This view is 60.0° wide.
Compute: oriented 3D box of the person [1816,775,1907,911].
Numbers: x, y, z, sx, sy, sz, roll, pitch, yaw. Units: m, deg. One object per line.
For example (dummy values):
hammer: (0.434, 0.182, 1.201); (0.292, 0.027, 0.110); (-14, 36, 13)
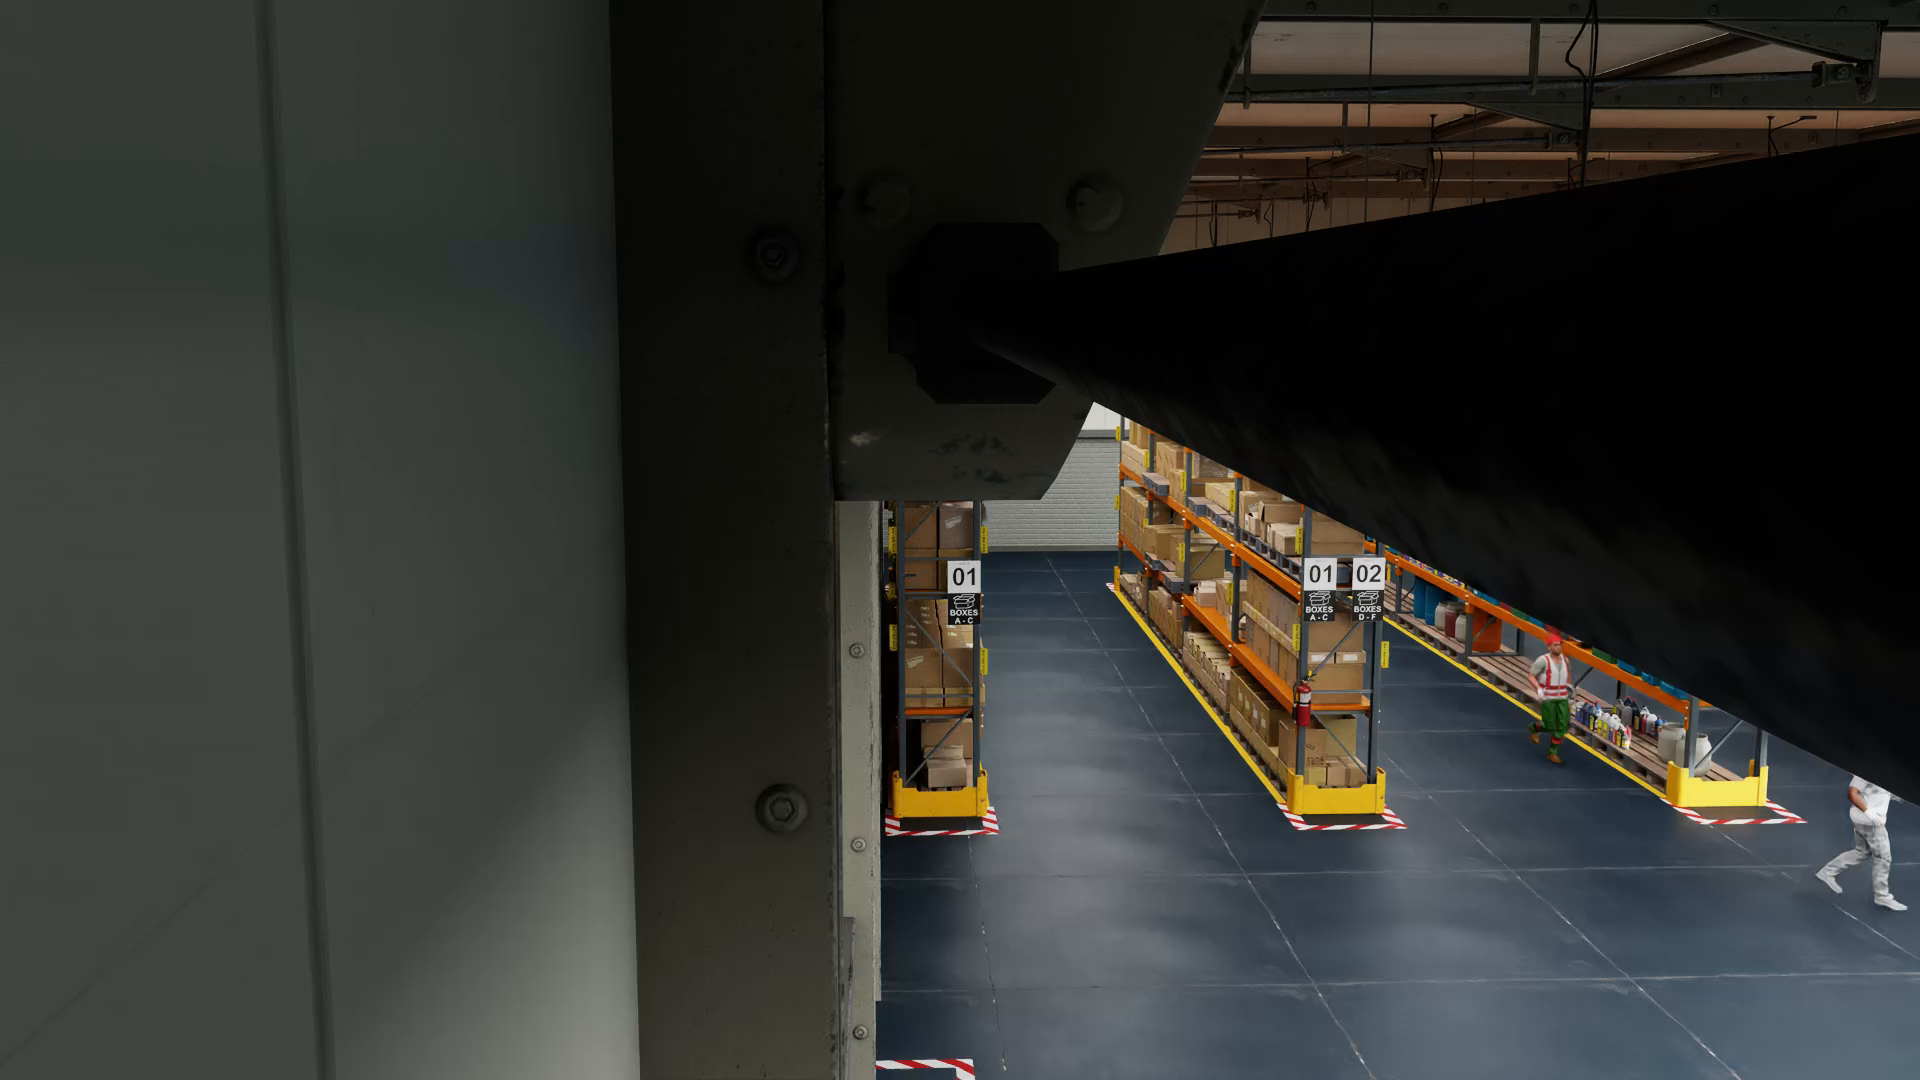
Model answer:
person: (9.503, 2.947, 17.425); (0.861, 1.790, 0.678); (4, 9, 23)

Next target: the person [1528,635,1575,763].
person: (8.190, 2.171, 23.020); (0.656, 1.749, 0.704); (-2, 8, -11)
